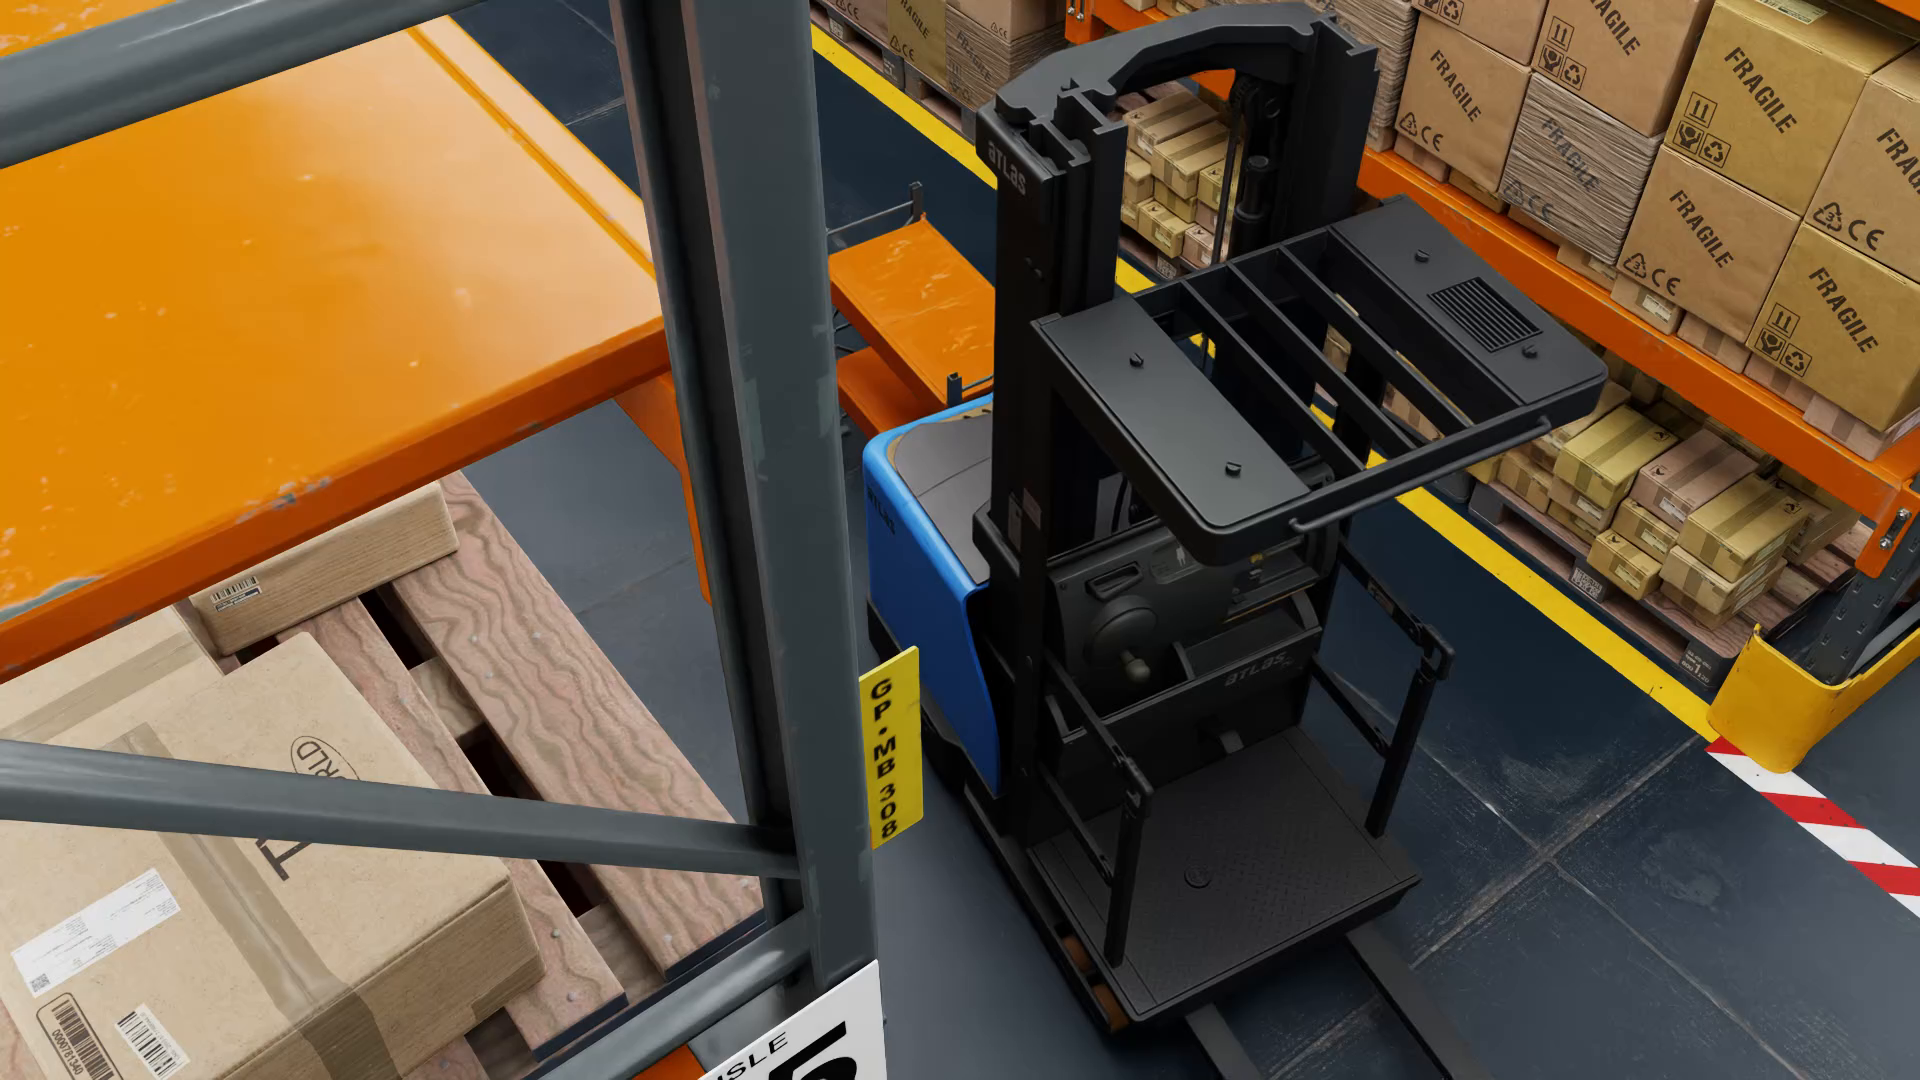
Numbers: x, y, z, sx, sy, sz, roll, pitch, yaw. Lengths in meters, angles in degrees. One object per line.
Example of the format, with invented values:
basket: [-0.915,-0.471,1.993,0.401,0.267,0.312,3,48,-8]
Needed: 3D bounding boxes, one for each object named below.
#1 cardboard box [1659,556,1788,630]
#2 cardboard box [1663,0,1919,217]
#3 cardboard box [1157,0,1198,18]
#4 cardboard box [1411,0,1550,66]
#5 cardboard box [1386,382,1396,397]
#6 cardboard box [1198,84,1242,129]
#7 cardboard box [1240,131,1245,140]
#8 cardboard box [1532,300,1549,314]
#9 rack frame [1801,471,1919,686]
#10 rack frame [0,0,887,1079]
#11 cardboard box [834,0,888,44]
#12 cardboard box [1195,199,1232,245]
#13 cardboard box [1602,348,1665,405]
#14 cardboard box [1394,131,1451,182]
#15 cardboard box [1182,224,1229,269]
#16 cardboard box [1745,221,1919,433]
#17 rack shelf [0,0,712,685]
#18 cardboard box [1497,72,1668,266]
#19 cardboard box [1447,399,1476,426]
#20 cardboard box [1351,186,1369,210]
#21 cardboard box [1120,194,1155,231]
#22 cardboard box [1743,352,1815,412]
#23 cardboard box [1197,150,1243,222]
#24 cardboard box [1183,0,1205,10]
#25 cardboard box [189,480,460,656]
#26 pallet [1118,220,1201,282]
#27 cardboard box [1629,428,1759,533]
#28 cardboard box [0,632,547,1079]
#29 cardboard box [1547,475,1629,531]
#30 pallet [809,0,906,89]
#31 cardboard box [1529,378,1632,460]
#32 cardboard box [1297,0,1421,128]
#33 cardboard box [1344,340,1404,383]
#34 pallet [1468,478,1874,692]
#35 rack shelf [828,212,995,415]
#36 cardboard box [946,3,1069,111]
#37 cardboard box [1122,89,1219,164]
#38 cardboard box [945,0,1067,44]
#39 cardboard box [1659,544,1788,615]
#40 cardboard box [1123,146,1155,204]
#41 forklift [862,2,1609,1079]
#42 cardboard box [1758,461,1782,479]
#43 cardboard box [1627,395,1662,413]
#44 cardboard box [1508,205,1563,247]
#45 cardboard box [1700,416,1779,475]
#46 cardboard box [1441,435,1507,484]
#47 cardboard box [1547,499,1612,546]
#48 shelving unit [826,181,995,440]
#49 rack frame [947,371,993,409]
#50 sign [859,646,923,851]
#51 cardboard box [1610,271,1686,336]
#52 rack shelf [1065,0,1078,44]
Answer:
cardboard box: [2.864,0.135,6.243,0.380,0.149,0.250,-29,54,-23]
cardboard box: [2.567,-1.391,5.042,0.500,0.500,0.500,-31,55,-25]
cardboard box: [1.053,-2.306,6.985,0.380,0.149,0.250,-28,54,-23]
cardboard box: [1.922,-2.004,5.598,0.500,0.500,0.500,-31,55,-25]
cardboard box: [1.929,-0.781,7.073,0.380,0.149,0.250,-28,54,-23]
cardboard box: [1.349,-2.114,7.880,0.380,0.149,0.250,-28,54,-23]
cardboard box: [1.544,-1.910,7.896,0.380,0.149,0.250,-32,55,-26]
cardboard box: [2.489,-1.077,6.940,0.380,0.149,0.250,-29,54,-23]
rack frame: [3.349,-0.465,5.146,1.000,3.000,0.127,-29,54,-24]
rack frame: [-0.530,-0.200,0.856,1.000,3.000,0.127,-29,54,-24]
cardboard box: [-0.340,-3.056,8.898,0.500,0.500,0.500,-31,55,-25]
cardboard box: [1.292,-1.513,7.536,0.380,0.149,0.250,-30,54,-24]
cardboard box: [2.772,-0.733,6.628,0.380,0.149,0.250,-32,55,-26]
cardboard box: [1.873,-1.533,6.284,0.380,0.149,0.250,-27,53,-23]
cardboard box: [1.244,-1.368,7.605,0.380,0.149,0.250,-30,54,-24]
cardboard box: [2.872,-0.748,5.134,0.500,0.500,0.500,-28,54,-23]
rack shelf: [-1.741,-1.003,2.340,1.077,0.370,4.000,-29,54,-24]
cardboard box: [2.249,-1.349,5.679,0.500,0.500,0.500,-29,54,-24]
cardboard box: [2.162,-0.537,6.651,0.380,0.149,0.250,-29,54,-23]
cardboard box: [1.787,-1.650,7.459,0.380,0.149,0.250,-28,54,-23]
cardboard box: [0.891,-1.648,7.859,0.380,0.149,0.250,-32,55,-25]
cardboard box: [2.805,-0.610,5.446,0.380,0.149,0.250,-29,54,-24]
cardboard box: [1.282,-1.595,7.409,0.380,0.149,0.250,-30,54,-24]
cardboard box: [1.026,-2.552,6.770,0.500,0.500,0.500,-30,55,-25]
cardboard box: [-1.006,-0.027,2.543,0.380,0.149,0.250,-28,53,-23]
pallet: [1.361,-1.507,7.972,1.003,0.211,1.213,-29,54,-24]
cardboard box: [2.720,-0.221,6.164,0.380,0.149,0.250,-28,54,-23]
cardboard box: [-0.874,0.458,2.034,0.500,0.250,0.500,-34,56,-27]
cardboard box: [2.486,-0.237,6.379,0.380,0.149,0.250,-32,55,-25]
pallet: [-0.289,-3.065,9.385,1.003,0.211,1.213,-29,54,-24]
cardboard box: [2.356,-0.498,6.415,0.380,0.149,0.250,-31,55,-25]
cardboard box: [1.608,-1.950,6.224,0.500,0.500,0.500,-31,55,-25]
cardboard box: [1.833,-0.846,6.931,0.380,0.149,0.250,-29,54,-24]
pallet: [2.839,-0.068,6.668,1.003,0.211,1.213,-29,54,-24]
rack shelf: [-0.096,-0.795,6.315,0.538,0.278,1.000,-25,52,-21]
cardboard box: [0.278,-2.448,8.348,0.500,0.500,0.500,-30,55,-25]
cardboard box: [0.970,-1.911,7.696,0.380,0.149,0.250,-27,53,-23]
cardboard box: [0.274,-2.703,8.072,0.500,0.250,0.500,-31,55,-25]
cardboard box: [2.802,0.068,6.102,0.380,0.149,0.250,-31,55,-25]
cardboard box: [0.891,-1.750,7.750,0.380,0.149,0.250,-27,53,-22]
forklift: [0.782,0.200,4.589,1.130,2.935,3.031,-21,51,-18]
cardboard box: [3.115,-0.359,6.490,0.380,0.149,0.250,-30,54,-24]
cardboard box: [2.827,-0.664,6.766,0.380,0.149,0.250,-28,54,-23]
cardboard box: [2.216,-1.245,6.023,0.380,0.149,0.250,-32,55,-25]
cardboard box: [3.039,-0.418,6.343,0.380,0.149,0.250,-28,54,-23]
cardboard box: [2.172,-0.428,6.753,0.380,0.149,0.250,-32,55,-25]
cardboard box: [2.536,-0.166,6.516,0.380,0.149,0.250,-30,54,-24]
shelving unit: [-0.096,-0.598,6.532,0.538,1.125,1.048,-25,52,-21]
rack frame: [0.174,-0.279,6.242,0.500,1.125,0.032,-25,52,-21]
sign: [-0.085,0.242,1.837,0.100,0.325,0.005,-29,54,-24]
cardboard box: [2.469,-0.891,5.701,0.380,0.149,0.250,-28,54,-23]
rack shelf: [-0.284,-3.761,8.620,1.077,0.370,4.000,-29,54,-24]
